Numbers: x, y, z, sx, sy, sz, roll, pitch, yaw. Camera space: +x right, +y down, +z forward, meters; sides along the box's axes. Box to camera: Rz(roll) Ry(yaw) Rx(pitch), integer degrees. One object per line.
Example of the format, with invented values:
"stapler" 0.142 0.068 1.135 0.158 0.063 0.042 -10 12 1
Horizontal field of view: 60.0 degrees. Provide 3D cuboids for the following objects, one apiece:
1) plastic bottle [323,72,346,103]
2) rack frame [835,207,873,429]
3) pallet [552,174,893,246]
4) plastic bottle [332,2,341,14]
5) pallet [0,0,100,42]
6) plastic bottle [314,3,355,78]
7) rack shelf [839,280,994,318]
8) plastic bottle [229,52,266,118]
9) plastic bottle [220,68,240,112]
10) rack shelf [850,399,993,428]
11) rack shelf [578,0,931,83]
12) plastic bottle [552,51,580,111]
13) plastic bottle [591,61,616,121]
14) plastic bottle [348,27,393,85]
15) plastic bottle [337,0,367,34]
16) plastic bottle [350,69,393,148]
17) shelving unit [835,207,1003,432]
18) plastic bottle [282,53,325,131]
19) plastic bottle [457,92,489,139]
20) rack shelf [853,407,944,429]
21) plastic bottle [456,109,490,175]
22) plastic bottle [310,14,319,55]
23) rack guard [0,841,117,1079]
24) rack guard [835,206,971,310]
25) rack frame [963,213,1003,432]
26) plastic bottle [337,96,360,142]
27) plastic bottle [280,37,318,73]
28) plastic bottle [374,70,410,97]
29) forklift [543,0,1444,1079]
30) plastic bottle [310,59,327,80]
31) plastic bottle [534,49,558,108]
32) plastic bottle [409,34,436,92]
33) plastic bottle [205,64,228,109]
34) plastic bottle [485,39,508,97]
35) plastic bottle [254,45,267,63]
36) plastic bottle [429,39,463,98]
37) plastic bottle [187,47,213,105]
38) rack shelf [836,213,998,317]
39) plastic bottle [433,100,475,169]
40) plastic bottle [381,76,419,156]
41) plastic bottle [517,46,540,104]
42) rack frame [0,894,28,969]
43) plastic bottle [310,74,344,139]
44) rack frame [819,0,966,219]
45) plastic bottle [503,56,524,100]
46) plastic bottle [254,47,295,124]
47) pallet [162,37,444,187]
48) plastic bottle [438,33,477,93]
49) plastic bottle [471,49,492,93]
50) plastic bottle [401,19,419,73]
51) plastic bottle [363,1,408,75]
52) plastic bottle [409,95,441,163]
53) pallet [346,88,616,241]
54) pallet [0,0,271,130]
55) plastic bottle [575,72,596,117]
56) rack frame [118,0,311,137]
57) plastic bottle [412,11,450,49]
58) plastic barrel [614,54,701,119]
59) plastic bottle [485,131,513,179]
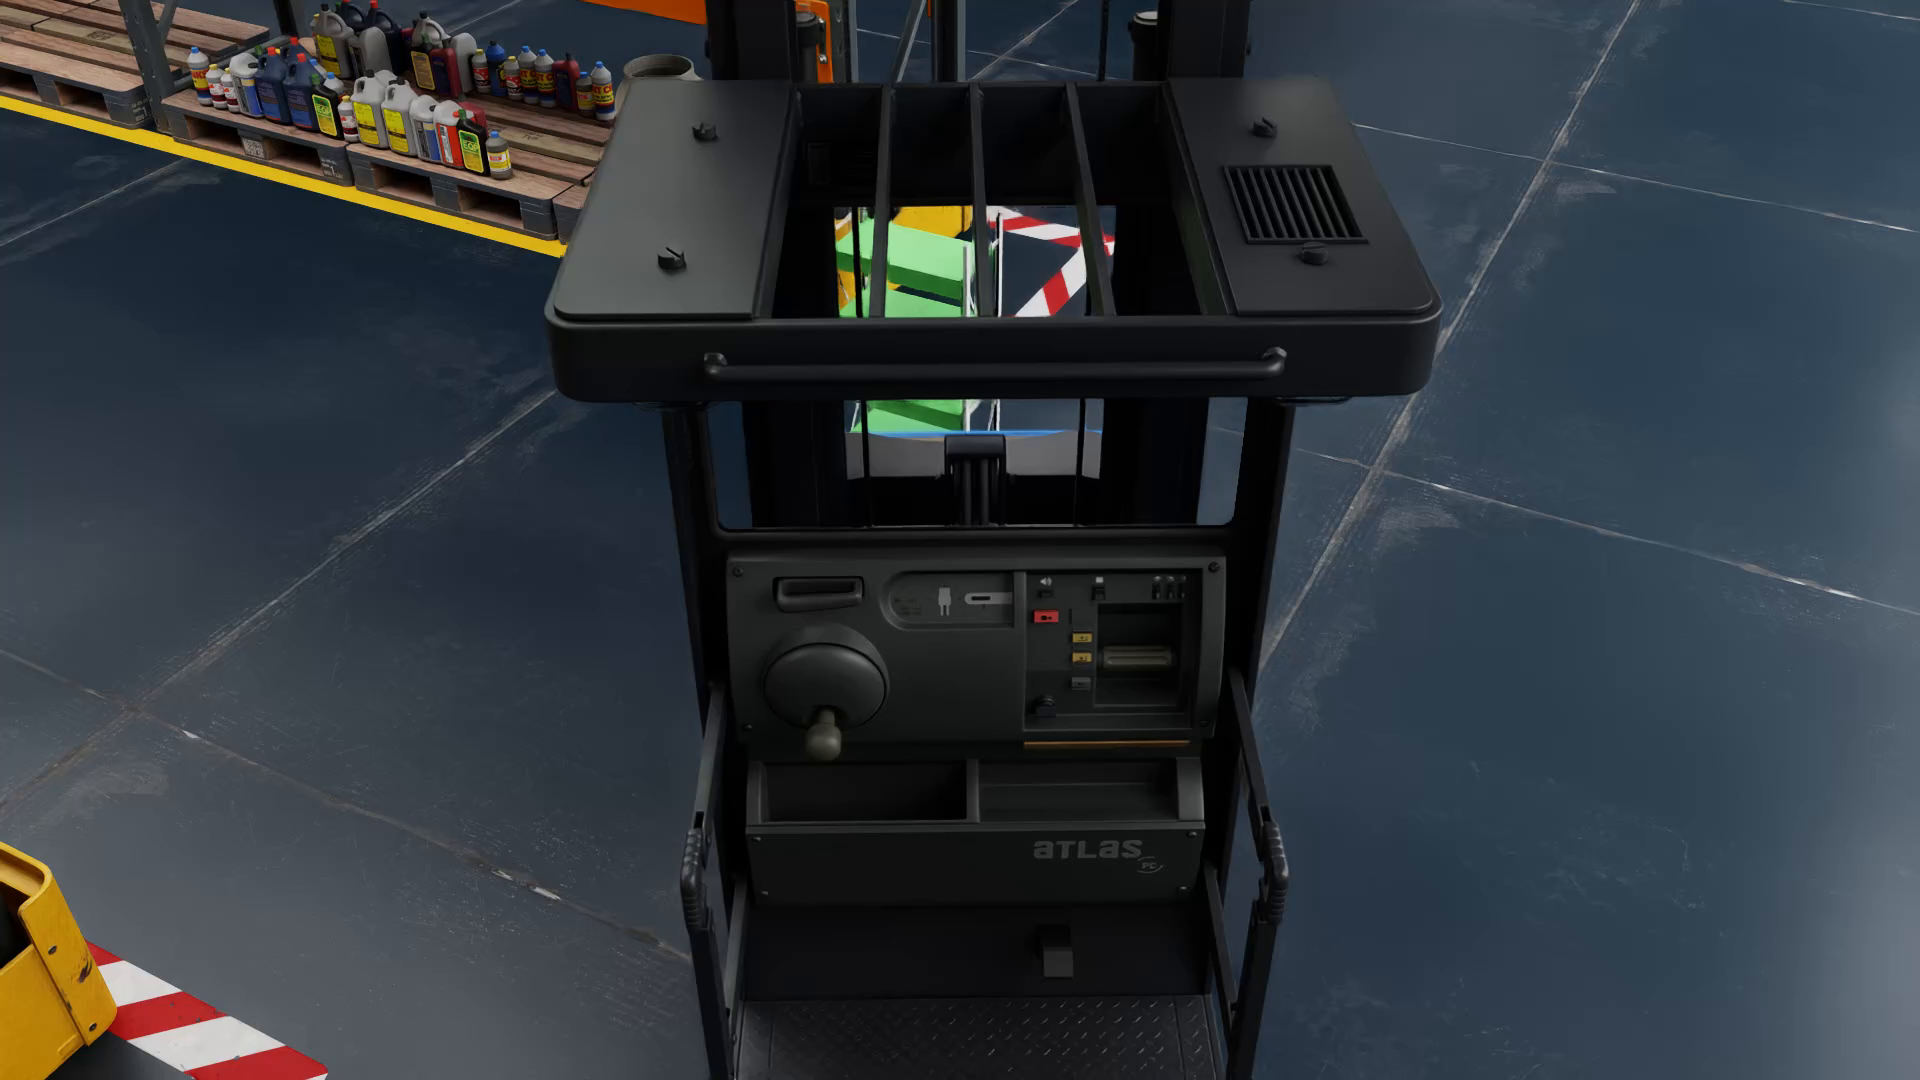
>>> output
"plastic bottle" -2.968 -2.092 7.918 0.097 0.271 0.097 0 37 0
"rack frame" -0.364 -0.592 5.537 0.015 1.200 0.240 17 41 21
"pallet" -1.065 -1.526 7.585 1.213 0.211 1.003 17 41 21
"plastic bottle" -3.230 -2.660 8.657 0.133 0.283 0.061 19 41 24
"pallet" -5.612 -2.949 9.461 1.213 0.211 1.003 17 41 21
"plastic bottle" -3.171 -2.542 8.445 0.185 0.351 0.144 17 41 21
"rack shelf" -0.147 -0.664 5.341 0.480 0.148 0.258 17 41 21
"plastic bottle" -3.428 -2.215 8.076 0.135 0.276 0.152 19 41 23
"plastic bottle" -3.547 -2.204 8.123 0.097 0.201 0.097 0 37 0
"rack shelf" -0.147 -0.473 5.487 0.480 0.148 0.258 17 41 21
"rack shelf" -2.033 -2.681 7.396 4.000 0.370 1.077 17 41 21
"plastic bottle" -1.916 -2.249 8.115 0.133 0.283 0.061 18 41 22
"plastic bottle" -1.724 -2.172 8.023 0.097 0.271 0.097 0 37 0
"plastic bottle" -2.980 -2.450 8.386 0.135 0.276 0.152 17 41 21
"plastic bottle" -3.105 -2.620 8.547 0.185 0.351 0.144 16 40 20
"plastic bottle" -2.738 -2.026 7.765 0.185 0.351 0.144 17 40 21
"shelving unit" -0.147 -0.524 5.448 0.503 1.200 0.258 17 41 21
"plastic bottle" -3.116 -2.144 7.921 0.185 0.351 0.144 16 40 20
"plastic bottle" -2.252 -1.922 7.684 0.133 0.283 0.061 17 41 21
"rack shelf" -0.147 -0.282 5.632 0.480 0.148 0.258 17 41 21
"plastic bottle" -2.202 -1.803 7.527 0.133 0.283 0.061 18 41 23
"plastic bottle" -3.344 -2.651 8.712 0.097 0.201 0.097 0 37 0
"rack guard" -2.517 1.249 3.691 0.348 0.500 1.175 17 41 21
"rack guard" -0.346 -1.412 7.196 0.348 0.500 1.175 17 41 21
"rack frame" 0.070 -0.456 5.358 0.015 1.200 0.240 17 41 21
"plastic bottle" -2.875 -1.993 7.846 0.097 0.201 0.097 0 37 0
"plastic bottle" -3.217 -2.274 8.092 0.185 0.351 0.144 17 41 21
"plastic bottle" -2.692 -2.083 7.902 0.135 0.276 0.152 17 41 21
"forklift" 0.036 0.282 2.955 1.130 2.935 3.031 -1 37 -1
"plastic bottle" -3.099 -2.190 8.046 0.097 0.271 0.097 0 37 0
"plastic bottle" -2.028 -2.267 8.148 0.097 0.271 0.097 0 37 0
"plastic bottle" -2.672 -2.387 8.297 0.133 0.283 0.061 17 41 21
"plastic bottle" -3.637 -2.232 8.160 0.097 0.201 0.097 0 37 0
"plastic bottle" -2.297 -2.351 8.259 0.097 0.271 0.097 0 37 0
"plastic bottle" -3.380 -2.275 8.149 0.133 0.283 0.061 17 41 21
"plastic bottle" -2.553 -2.345 8.241 0.133 0.283 0.061 17 41 21
"plastic bottle" -3.728 -2.288 8.176 0.097 0.271 0.097 0 37 0
"rack shelf" -0.147 -0.855 5.196 0.480 0.148 0.258 17 41 21
"plastic bottle" -2.301 -1.862 7.611 0.135 0.276 0.152 18 41 22
"plastic bottle" -2.573 -1.974 7.697 0.185 0.351 0.144 19 41 23
"plastic bottle" -2.117 -2.295 8.185 0.097 0.271 0.097 0 37 0
"rack frame" -2.538 0.247 2.944 0.127 3.000 1.000 17 41 21
"plastic bottle" -2.988 -2.049 7.851 0.133 0.283 0.061 19 41 23
"rack frame" -0.257 -2.412 6.446 0.127 3.000 1.000 17 41 21
"plastic bottle" -2.205 -2.294 8.242 0.097 0.201 0.097 0 37 0
"plastic bottle" -3.283 -2.197 7.990 0.185 0.351 0.144 18 41 23
"pallet" -3.232 -2.204 8.479 1.213 0.211 1.003 17 41 21
"plastic bottle" -2.505 -2.399 8.319 0.135 0.276 0.152 18 41 22
"plastic bottle" -2.387 -2.352 8.318 0.097 0.201 0.097 0 37 0
"plastic bottle" -2.770 -2.516 8.467 0.133 0.283 0.061 20 42 24
"plastic bottle" -2.934 -2.566 8.477 0.185 0.351 0.144 15 40 19
"plastic bottle" -2.424 -1.901 7.662 0.135 0.276 0.152 16 40 20
"pallet" -2.144 -1.865 8.033 1.213 0.211 1.003 17 41 21
"pallet" -4.524 -2.611 9.015 1.213 0.211 1.003 17 41 21
"plastic bottle" -1.816 -2.172 8.082 0.097 0.201 0.097 0 37 0
"rack frame" -3.809 -3.524 7.911 0.127 3.000 1.000 17 41 21
"plastic bottle" -2.647 -2.476 8.359 0.185 0.351 0.144 17 40 21
"plastic barrel" -1.322 -1.869 7.442 0.421 0.512 0.421 0 37 0
"plastic bottle" -2.090 -1.748 7.522 0.097 0.201 0.097 0 37 0
